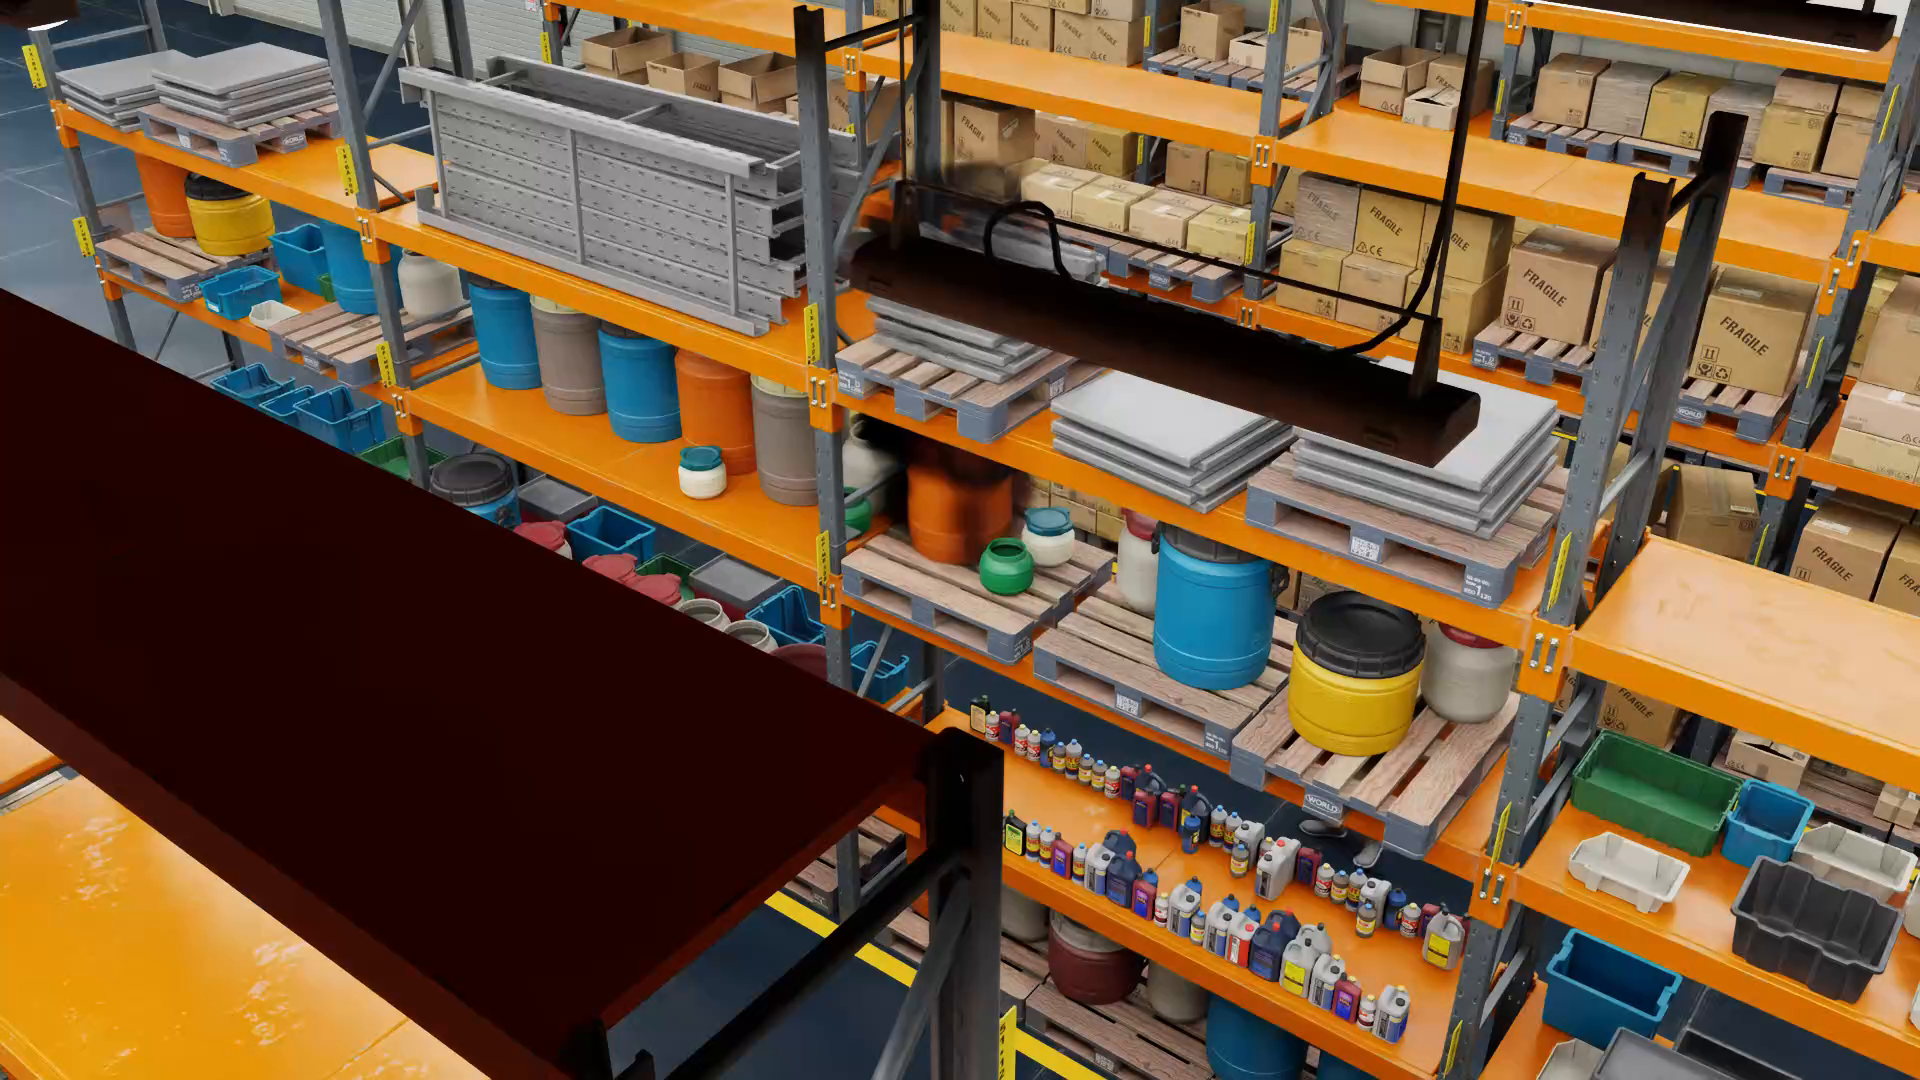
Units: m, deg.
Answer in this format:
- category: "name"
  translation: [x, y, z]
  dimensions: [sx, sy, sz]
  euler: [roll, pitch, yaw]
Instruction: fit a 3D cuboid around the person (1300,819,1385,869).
- category: "person"
  translation: [2.569, 1.422, 11.450]
  dimensions: [0.860, 1.568, 0.684]
  euler: [8, 32, 14]
